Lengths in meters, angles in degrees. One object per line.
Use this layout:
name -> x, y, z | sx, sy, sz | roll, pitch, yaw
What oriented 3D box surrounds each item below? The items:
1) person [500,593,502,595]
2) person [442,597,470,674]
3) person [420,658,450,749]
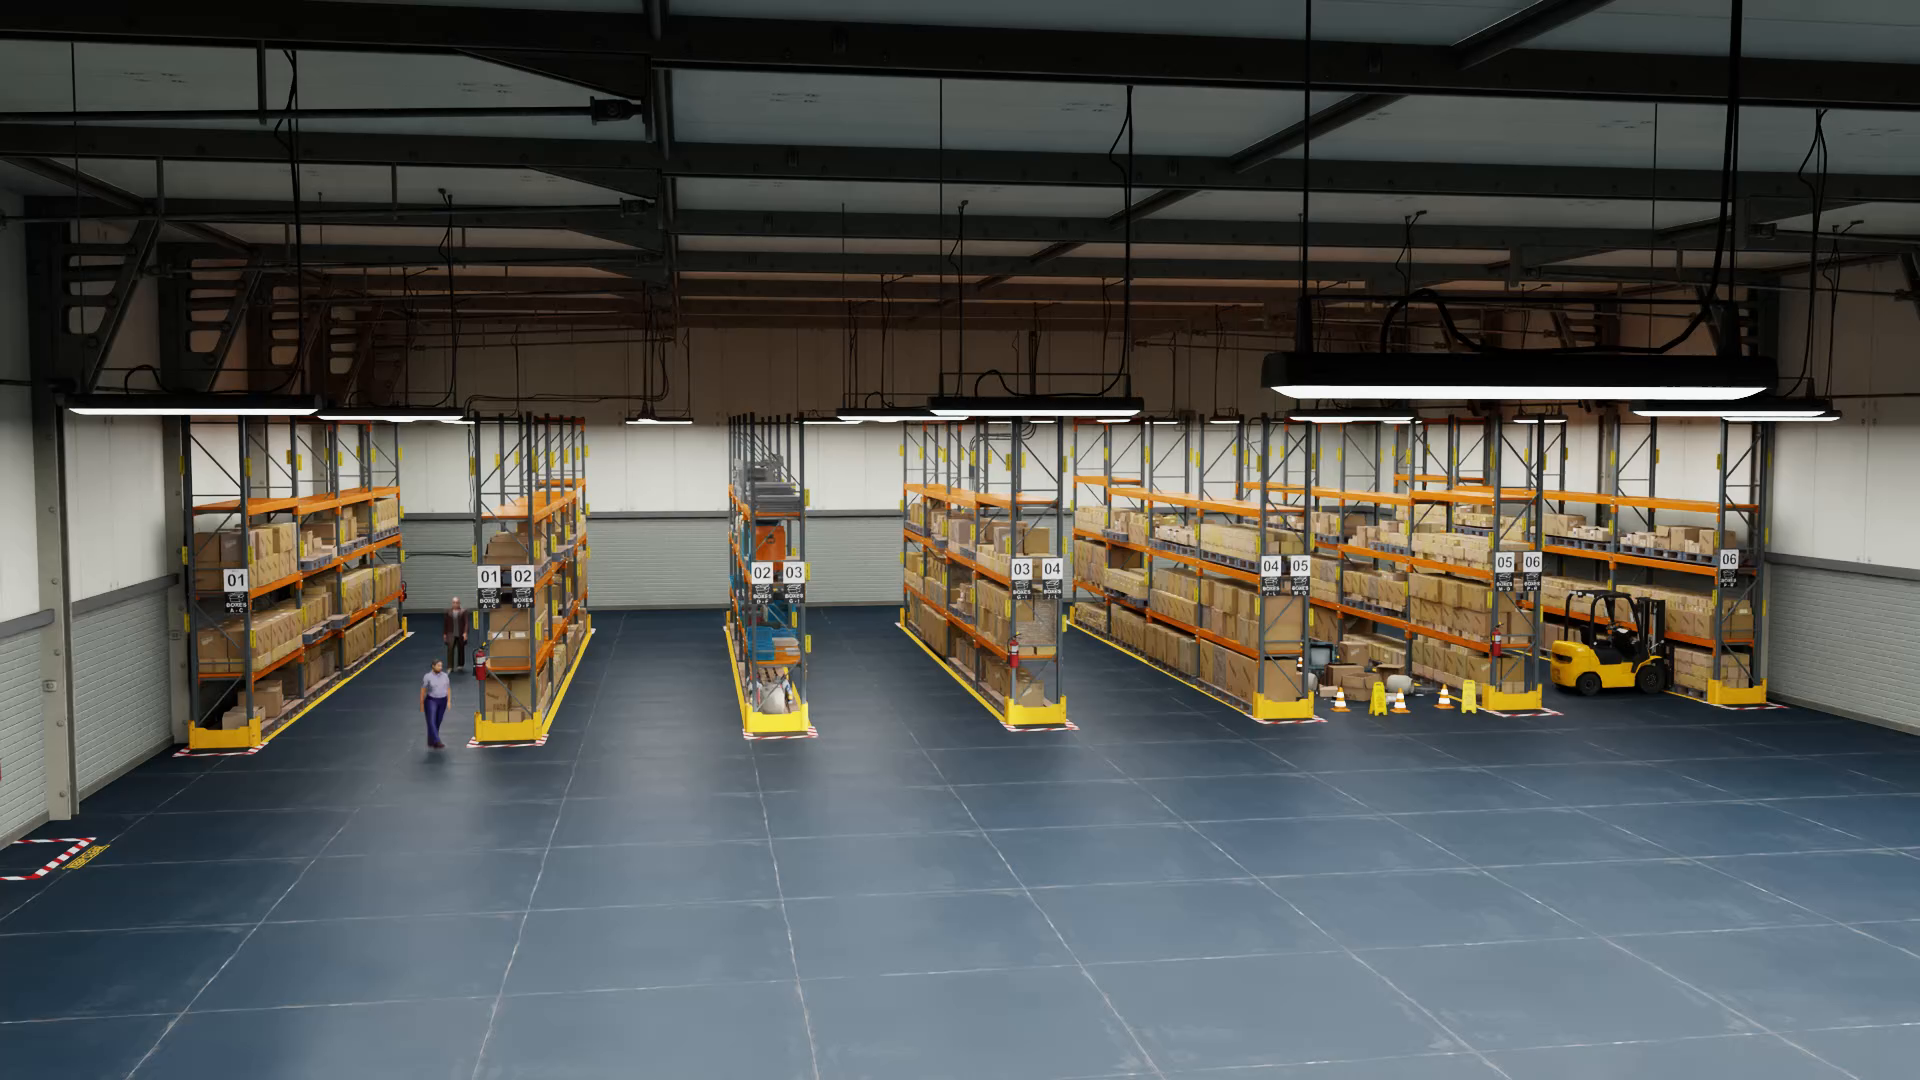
person -> -12.243, 1.781, 44.940 | 0.614, 1.704, 1.058 | -1, 4, -11
person -> -11.689, 2.204, 38.564 | 0.627, 1.735, 1.025 | -1, 4, -14
person -> -9.258, 2.911, 29.474 | 0.993, 1.585, 0.536 | 3, 5, 41
